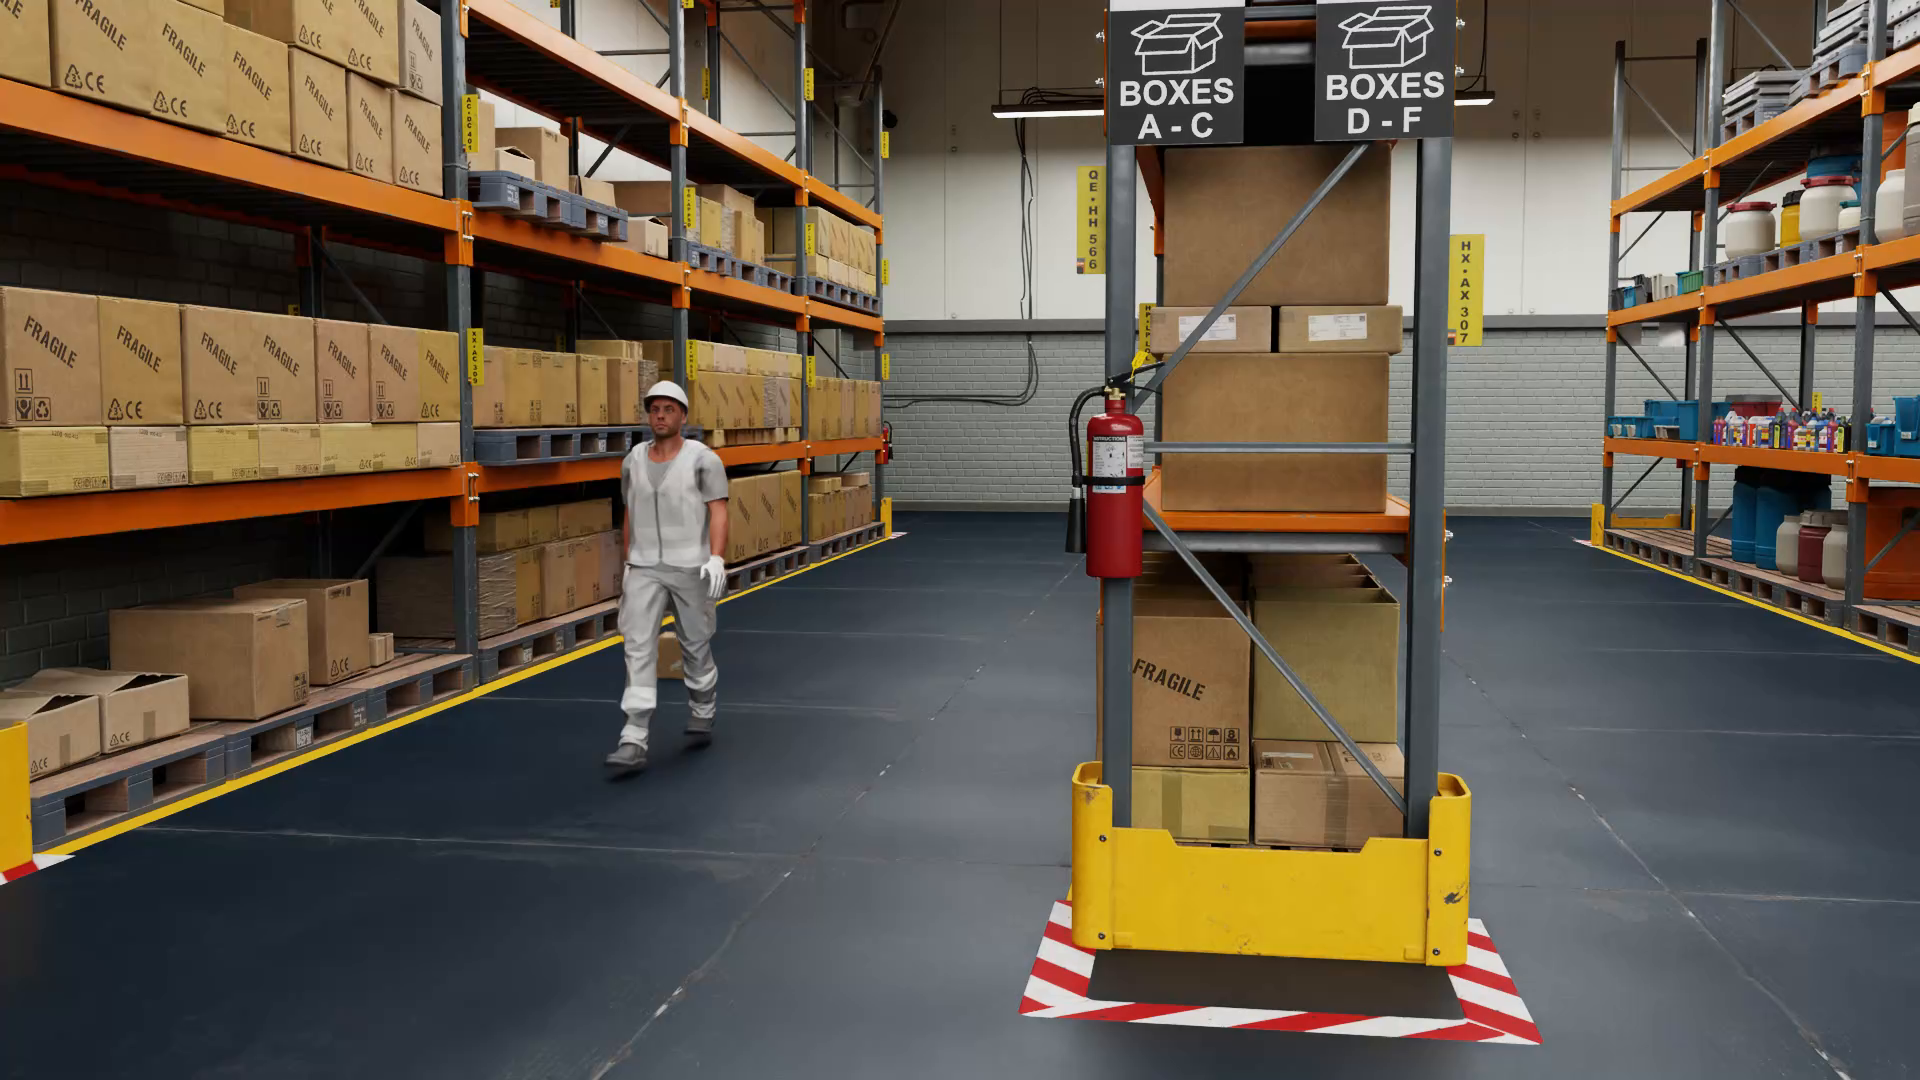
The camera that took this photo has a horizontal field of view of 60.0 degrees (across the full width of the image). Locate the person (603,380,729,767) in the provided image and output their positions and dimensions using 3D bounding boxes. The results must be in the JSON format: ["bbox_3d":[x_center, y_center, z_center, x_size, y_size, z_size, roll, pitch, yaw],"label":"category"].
[{"bbox_3d":[-1.333,0.136,7.667,0.583,1.740,1.057,0,4,5],"label":"person"}]
